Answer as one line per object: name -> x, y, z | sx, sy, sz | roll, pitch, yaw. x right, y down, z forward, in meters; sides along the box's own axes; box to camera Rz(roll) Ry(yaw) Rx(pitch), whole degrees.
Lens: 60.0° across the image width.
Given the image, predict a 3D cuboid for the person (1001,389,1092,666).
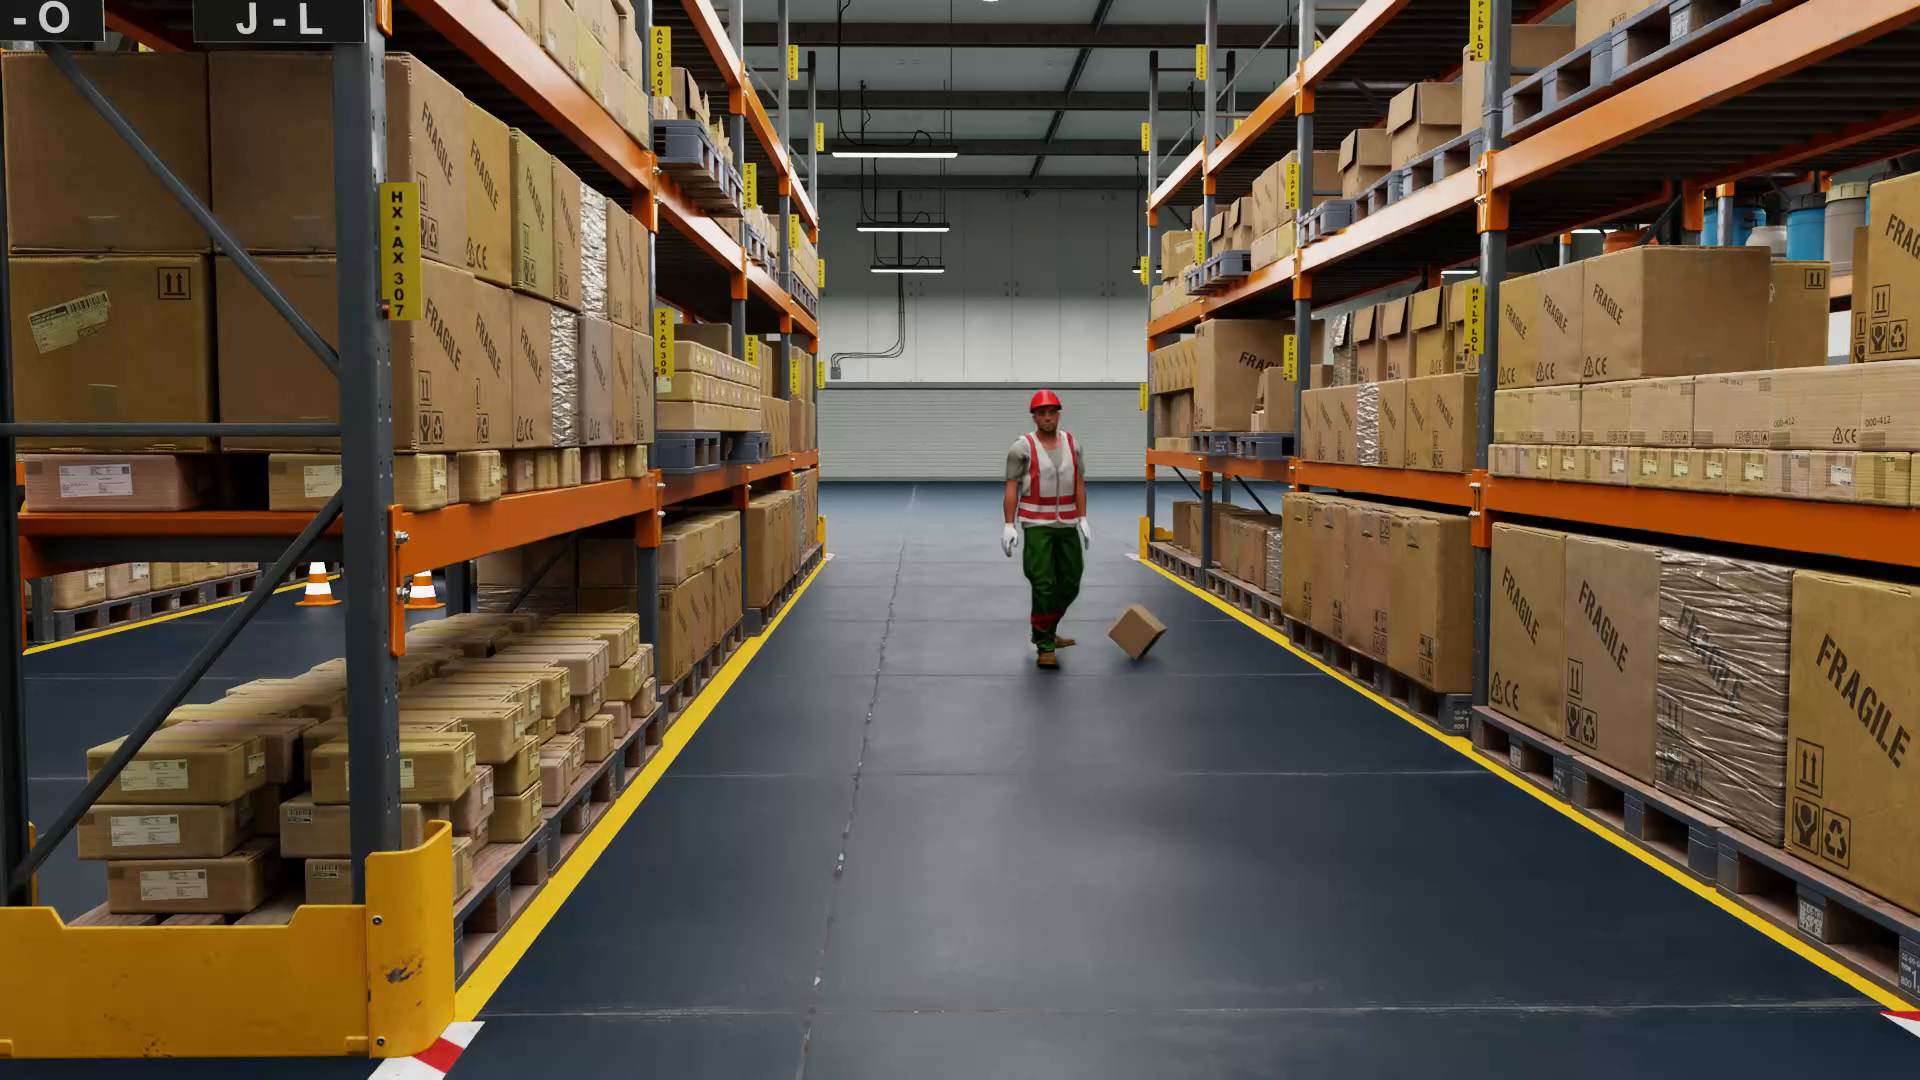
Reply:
person -> 0.544, -0.083, 10.814 | 0.612, 1.781, 0.577 | -2, 4, -23
